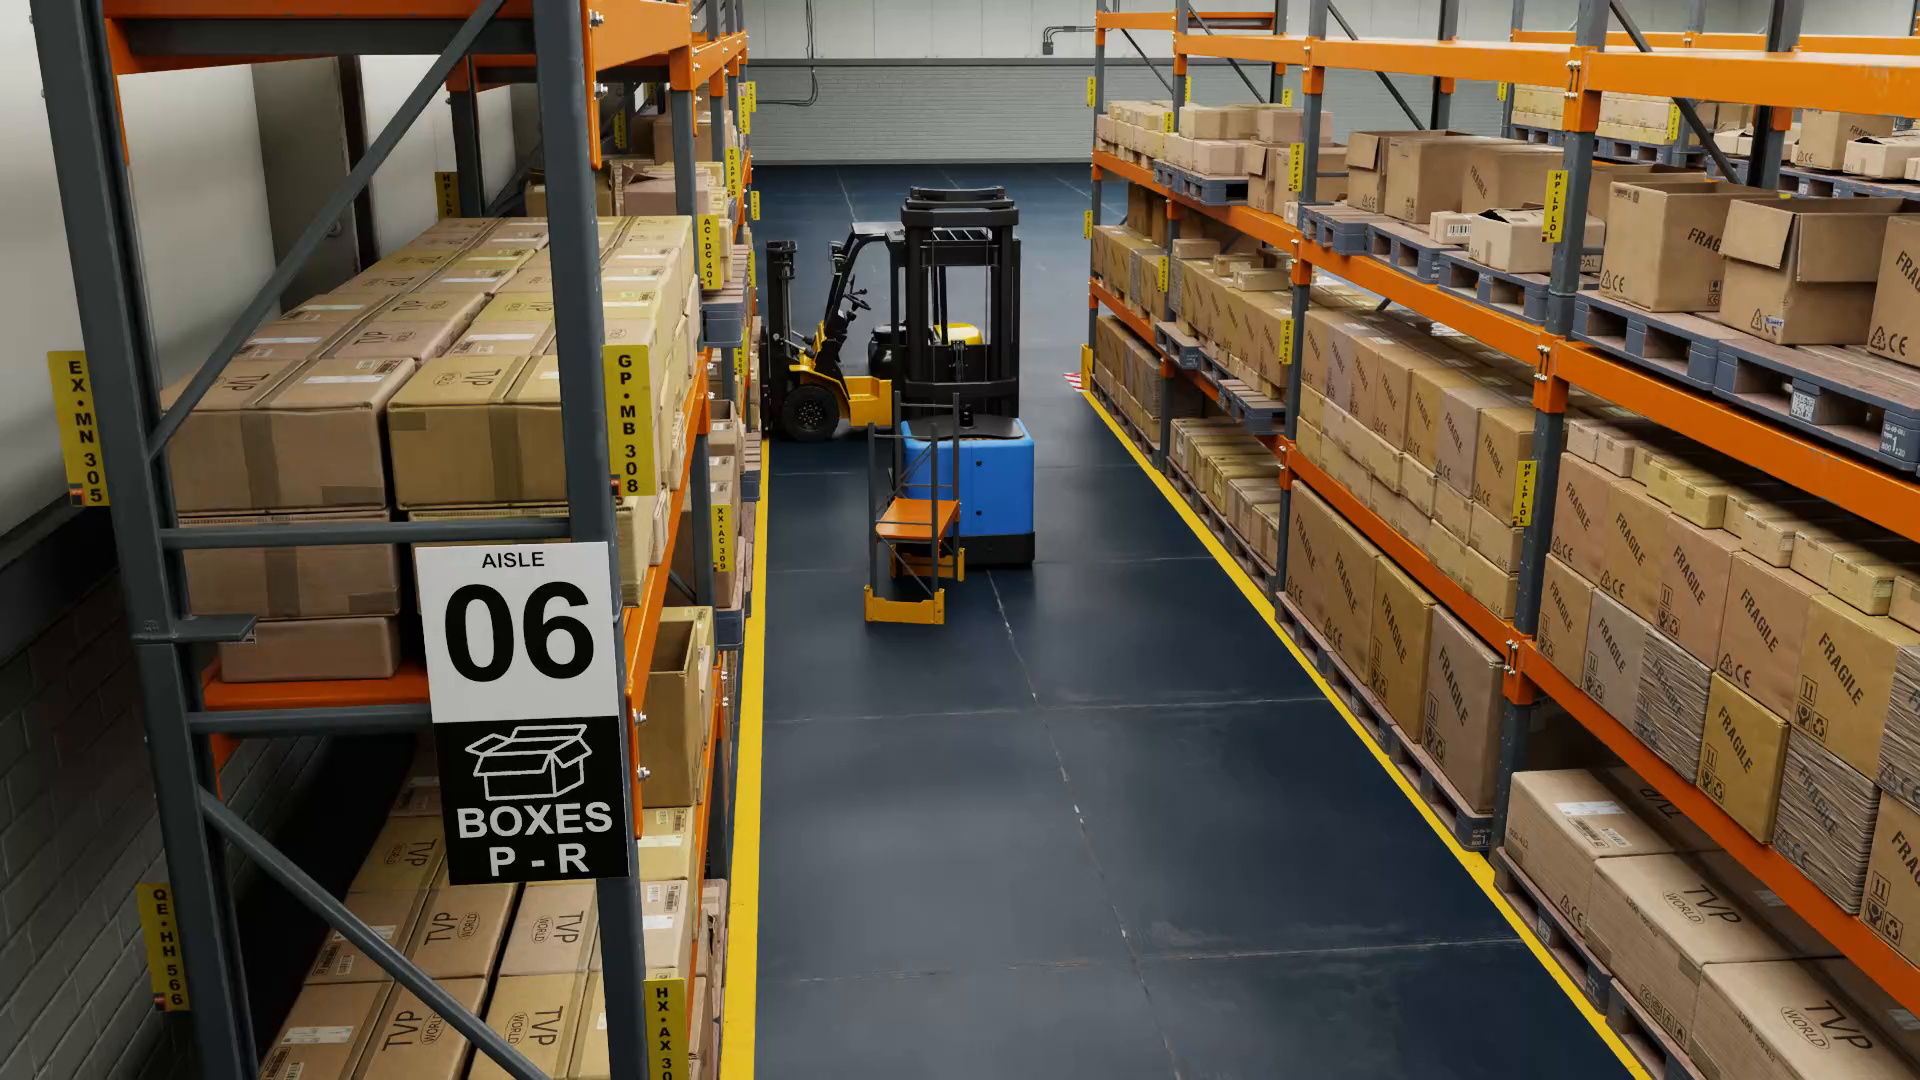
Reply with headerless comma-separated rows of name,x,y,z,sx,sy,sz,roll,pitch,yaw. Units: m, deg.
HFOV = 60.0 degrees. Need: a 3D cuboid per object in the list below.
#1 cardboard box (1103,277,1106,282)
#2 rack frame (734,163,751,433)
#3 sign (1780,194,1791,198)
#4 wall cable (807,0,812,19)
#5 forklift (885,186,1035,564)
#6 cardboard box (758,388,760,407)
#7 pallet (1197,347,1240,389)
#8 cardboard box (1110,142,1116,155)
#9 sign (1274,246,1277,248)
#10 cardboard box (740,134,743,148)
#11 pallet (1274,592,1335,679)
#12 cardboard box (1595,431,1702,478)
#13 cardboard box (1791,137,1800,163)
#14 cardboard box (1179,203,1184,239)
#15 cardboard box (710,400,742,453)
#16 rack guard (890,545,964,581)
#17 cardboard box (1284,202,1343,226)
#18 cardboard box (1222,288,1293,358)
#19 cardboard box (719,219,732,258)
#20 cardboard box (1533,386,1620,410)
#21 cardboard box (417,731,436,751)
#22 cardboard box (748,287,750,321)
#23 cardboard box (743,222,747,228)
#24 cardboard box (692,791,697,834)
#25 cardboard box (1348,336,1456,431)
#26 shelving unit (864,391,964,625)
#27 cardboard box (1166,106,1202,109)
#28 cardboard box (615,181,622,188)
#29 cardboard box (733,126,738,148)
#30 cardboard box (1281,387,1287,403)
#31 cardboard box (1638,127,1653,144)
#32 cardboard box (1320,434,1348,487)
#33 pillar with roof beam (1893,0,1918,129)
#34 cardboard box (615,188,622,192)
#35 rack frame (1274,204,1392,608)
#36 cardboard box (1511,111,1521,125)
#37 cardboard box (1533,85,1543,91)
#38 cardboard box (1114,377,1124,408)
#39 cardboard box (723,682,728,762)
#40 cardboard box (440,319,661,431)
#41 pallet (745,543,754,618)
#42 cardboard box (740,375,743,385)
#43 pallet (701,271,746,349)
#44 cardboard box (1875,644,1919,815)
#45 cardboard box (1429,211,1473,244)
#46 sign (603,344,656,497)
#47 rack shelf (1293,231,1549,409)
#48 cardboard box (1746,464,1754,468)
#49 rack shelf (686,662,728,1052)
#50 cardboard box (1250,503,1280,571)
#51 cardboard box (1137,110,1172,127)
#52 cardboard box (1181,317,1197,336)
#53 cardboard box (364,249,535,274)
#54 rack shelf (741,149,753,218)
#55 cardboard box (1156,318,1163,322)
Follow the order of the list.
cardboard box,1.878,-3.078,19.394,0.380,0.149,0.250,-2,18,-5
rack frame,-2.475,-1.960,15.411,1.000,3.000,0.127,-2,18,-6
sign,3.839,-1.464,7.829,0.100,0.325,0.005,-2,18,-6
wall cable,-3.104,-16.647,48.930,3.097,2.526,0.112,-2,18,-6
forklift,-0.066,-1.586,14.336,1.130,2.935,3.031,-2,18,-6
cardboard box,-2.312,-1.540,17.131,0.500,0.250,0.500,-2,18,-6
pallet,2.629,-1.419,14.011,1.003,0.211,1.213,-2,18,-6
cardboard box,1.870,-4.353,18.446,0.380,0.149,0.250,-1,17,-4
sign,3.013,-2.685,15.788,0.100,0.325,0.005,-2,18,-6
cardboard box,-2.319,-3.852,15.711,0.500,0.311,0.500,-1,17,-5
pallet,2.881,0.645,11.770,1.003,0.211,1.213,-2,18,-6
cardboard box,3.104,-0.387,7.483,0.380,0.149,0.250,-2,17,-5
cardboard box,7.357,-3.348,14.183,0.396,0.266,0.258,-2,18,-6
cardboard box,2.576,-3.222,17.099,0.700,0.500,0.500,-2,18,-7
cardboard box,-1.710,-0.537,10.006,0.797,0.503,0.637,-2,18,-7
rack guard,-0.259,0.182,13.179,0.587,0.250,0.087,3,18,8
cardboard box,2.599,-2.395,12.209,0.380,0.149,0.250,-2,18,-6
cardboard box,2.433,-1.743,13.357,0.500,0.500,0.500,-3,18,-9
cardboard box,-1.245,-1.380,7.612,0.380,0.149,0.250,-1,17,-4
cardboard box,3.447,-0.546,9.073,0.500,0.500,0.500,-2,18,-6
cardboard box,-1.761,0.448,6.246,0.500,0.500,0.500,-2,18,-7
cardboard box,-2.332,-2.302,16.336,0.500,0.500,0.500,-1,17,-5
cardboard box,-2.531,-3.401,18.255,0.380,0.149,0.250,-1,17,-4
cardboard box,-1.198,0.949,5.901,0.500,0.250,0.500,-2,18,-7
cardboard box,2.781,-0.991,10.488,0.500,0.500,0.500,-1,17,-4
shelving unit,-0.334,-0.267,12.522,0.587,1.500,1.083,3,18,8
cardboard box,2.404,-4.523,17.658,0.380,0.149,0.250,-2,18,-7
cardboard box,-2.109,-1.966,9.511,0.380,0.149,0.250,-2,18,-6
cardboard box,-2.158,-3.388,14.235,0.500,0.311,0.500,-2,18,-7
cardboard box,2.606,-1.093,12.370,0.380,0.149,0.250,-1,17,-4
cardboard box,6.993,-4.030,16.550,0.380,0.149,0.250,-1,17,-5
cardboard box,2.745,-0.545,11.155,0.500,0.250,0.500,-2,18,-7
pillar with roof beam,20.862,-13.769,43.011,9.100,9.000,0.400,-2,18,-6
cardboard box,-1.982,-1.822,9.019,0.380,0.149,0.250,-1,17,-4
rack frame,2.874,-0.922,12.107,1.000,3.000,0.127,-2,18,-6
cardboard box,6.679,-4.936,19.436,0.380,0.149,0.250,-2,18,-5
cardboard box,6.732,-5.169,18.845,0.380,0.149,0.250,-2,18,-6
cardboard box,1.971,-1.631,18.254,0.500,0.250,0.500,-1,17,-2
cardboard box,-1.541,1.107,9.117,0.500,0.500,0.500,-2,18,-6
cardboard box,-1.067,-0.417,4.408,0.500,0.250,0.500,-2,18,-6
pallet,-2.109,0.316,12.818,1.003,0.211,1.213,-2,18,-6
cardboard box,-1.952,-1.380,12.982,0.500,0.250,0.500,-2,18,-7
pallet,-1.648,-1.114,8.024,1.213,0.211,1.003,-2,18,-6
cardboard box,3.330,0.645,5.278,0.500,0.500,0.500,-2,18,-5
cardboard box,2.943,-1.809,9.614,0.380,0.166,0.250,0,17,-1
sign,-0.698,-0.249,3.497,0.100,0.325,0.005,-2,18,-6
rack shelf,3.080,-1.414,9.868,1.077,0.370,4.000,-2,18,-6
cardboard box,3.570,-0.327,7.290,0.380,0.149,0.250,-2,18,-6
rack shelf,-1.444,1.363,6.029,1.077,0.370,4.000,-2,18,-6
cardboard box,2.826,-0.038,12.975,0.950,0.372,0.625,-3,18,-9
cardboard box,2.011,-4.278,16.876,0.380,0.149,0.250,-2,17,-5
cardboard box,2.221,-1.946,15.085,0.380,0.149,0.250,-1,17,-5
cardboard box,-1.761,-0.855,5.803,0.500,0.250,0.500,-2,18,-6
rack shelf,-2.682,-3.643,16.968,1.077,0.370,4.000,-2,18,-6
cardboard box,2.125,-2.081,16.216,0.380,0.149,0.250,-2,18,-6
